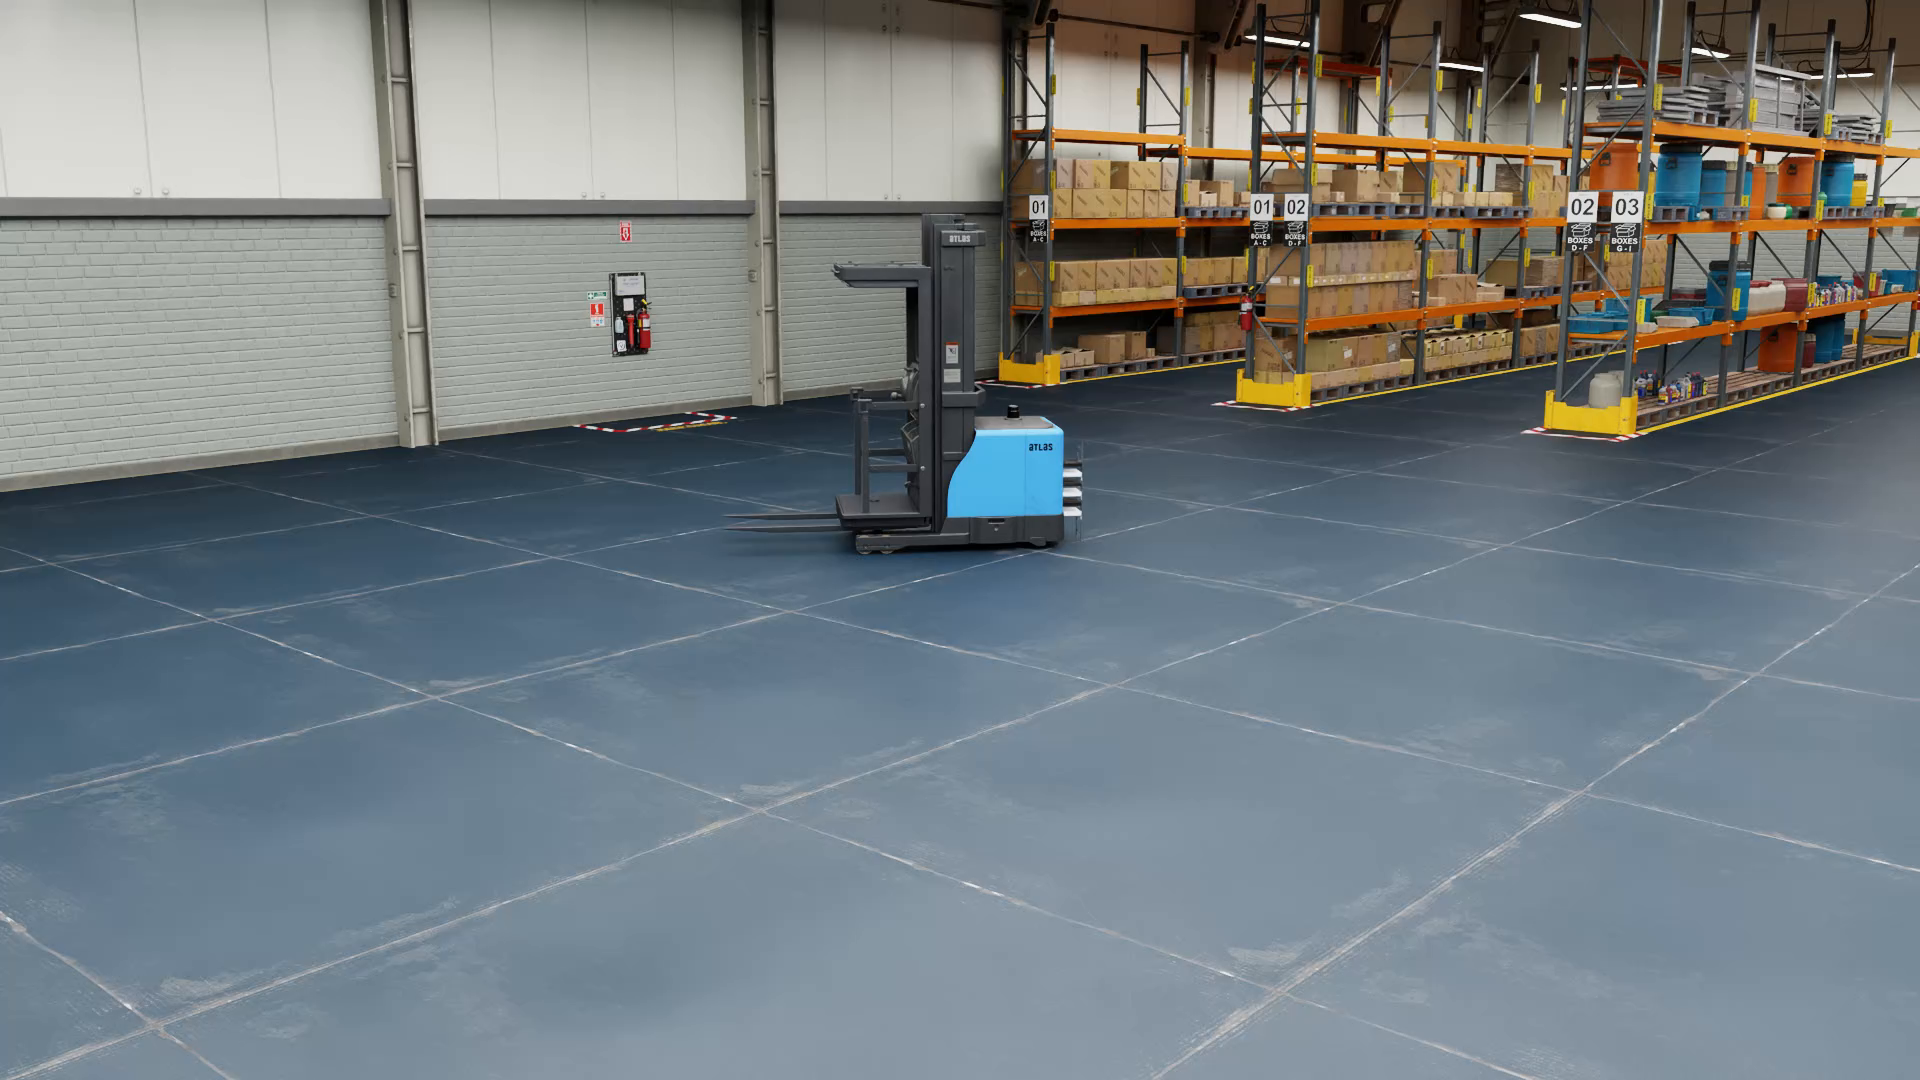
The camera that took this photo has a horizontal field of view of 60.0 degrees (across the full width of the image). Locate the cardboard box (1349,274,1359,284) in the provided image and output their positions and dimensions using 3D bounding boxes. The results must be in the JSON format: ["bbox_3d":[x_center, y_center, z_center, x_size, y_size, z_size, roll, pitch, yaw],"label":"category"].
[{"bbox_3d":[6.154,-4.186,26.640,0.380,0.149,0.250,10,15,40],"label":"cardboard box"}]

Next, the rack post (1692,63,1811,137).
[{"bbox_3d":[12.478,-6.888,26.250,1.013,1.000,3.121,10,15,40],"label":"rack post"}]

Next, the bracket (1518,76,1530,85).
[{"bbox_3d":[14.960,-12.174,44.034,0.235,0.232,0.430,10,15,40],"label":"bracket"}]

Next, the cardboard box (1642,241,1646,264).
[{"bbox_3d":[14.348,-6.165,35.650,0.500,0.500,0.500,10,15,42],"label":"cardboard box"}]

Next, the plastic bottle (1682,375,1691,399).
[{"bbox_3d":[10.694,-2.256,24.527,0.144,0.351,0.185,10,15,40],"label":"plastic bottle"}]

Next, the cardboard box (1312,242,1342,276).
[{"bbox_3d":[5.580,-4.438,26.243,0.700,0.500,0.500,9,15,39],"label":"cardboard box"}]

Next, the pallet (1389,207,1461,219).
[{"bbox_3d":[8.097,-5.697,28.943,0.805,0.209,1.217,9,14,38],"label":"pallet"}]

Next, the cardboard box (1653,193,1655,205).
[{"bbox_3d":[14.636,-7.341,35.794,0.500,0.250,0.500,10,15,40],"label":"cardboard box"}]

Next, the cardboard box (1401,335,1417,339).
[{"bbox_3d":[7.915,-3.495,29.605,0.500,0.311,0.500,10,15,42],"label":"cardboard box"}]

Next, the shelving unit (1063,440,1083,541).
[{"bbox_3d":[0.992,-0.455,15.229,0.210,0.900,0.258,-1,11,-7],"label":"shelving unit"}]

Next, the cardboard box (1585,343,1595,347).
[{"bbox_3d":[12.695,-4.245,34.106,0.500,0.500,0.500,10,15,40],"label":"cardboard box"}]

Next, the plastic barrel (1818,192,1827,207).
[{"bbox_3d":[14.755,-5.863,28.610,0.294,0.245,0.294,0,11,0],"label":"plastic barrel"}]

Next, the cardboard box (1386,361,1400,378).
[{"bbox_3d":[7.045,-2.877,27.944,0.500,0.250,0.500,10,15,40],"label":"cardboard box"}]

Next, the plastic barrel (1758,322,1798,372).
[{"bbox_3d":[14.193,-3.352,28.841,0.600,0.830,0.708,10,15,40],"label":"plastic barrel"}]

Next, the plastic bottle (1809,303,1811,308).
[{"bbox_3d":[14.573,-4.088,28.566,0.097,0.201,0.097,0,11,0],"label":"plastic bottle"}]

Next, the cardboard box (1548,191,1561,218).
[{"bbox_3d":[11.108,-6.517,32.305,0.910,0.500,0.500,10,15,40],"label":"cardboard box"}]

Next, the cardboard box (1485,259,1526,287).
[{"bbox_3d":[10.496,-5.139,31.993,0.700,0.500,0.500,4,12,21],"label":"cardboard box"}]

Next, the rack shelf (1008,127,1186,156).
[{"bbox_3d":[2.481,-7.121,29.774,1.077,0.370,4.000,10,15,40],"label":"rack shelf"}]

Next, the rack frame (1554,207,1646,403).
[{"bbox_3d":[8.602,-2.959,22.405,1.000,3.000,0.127,10,15,40],"label":"rack frame"}]

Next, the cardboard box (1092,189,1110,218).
[{"bbox_3d":[2.290,-5.938,29.354,0.500,0.500,0.500,11,16,43],"label":"cardboard box"}]

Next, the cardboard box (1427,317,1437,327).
[{"bbox_3d":[11.005,-5.384,39.858,0.700,0.500,0.500,10,15,40],"label":"cardboard box"}]

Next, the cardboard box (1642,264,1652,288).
[{"bbox_3d":[14.681,-5.752,36.136,0.500,0.500,0.500,10,15,41],"label":"cardboard box"}]

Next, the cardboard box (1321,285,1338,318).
[{"bbox_3d":[5.545,-3.794,26.330,0.700,0.500,0.500,10,15,42],"label":"cardboard box"}]

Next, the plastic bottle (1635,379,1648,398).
[{"bbox_3d":[10.121,-2.256,24.719,0.152,0.276,0.135,10,15,40],"label":"plastic bottle"}]

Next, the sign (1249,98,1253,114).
[{"bbox_3d":[6.022,-8.965,34.373,0.100,0.325,0.005,10,15,40],"label":"sign"}]

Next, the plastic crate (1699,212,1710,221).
[{"bbox_3d":[10.487,-4.600,23.639,0.243,0.136,0.396,10,15,40],"label":"plastic crate"}]

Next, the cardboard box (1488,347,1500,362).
[{"bbox_3d":[9.663,-3.449,30.808,0.500,0.250,0.500,10,15,40],"label":"cardboard box"}]

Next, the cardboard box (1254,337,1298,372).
[{"bbox_3d":[5.015,-2.942,26.356,0.500,0.500,0.500,10,15,40],"label":"cardboard box"}]

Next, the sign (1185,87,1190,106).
[{"bbox_3d":[4.196,-8.194,30.713,0.100,0.325,0.005,10,15,40],"label":"sign"}]

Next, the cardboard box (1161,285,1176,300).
[{"bbox_3d":[3.716,-4.655,31.232,0.500,0.250,0.500,10,15,40],"label":"cardboard box"}]

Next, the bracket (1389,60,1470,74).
[{"bbox_3d":[11.136,-11.321,39.766,0.076,0.066,4.783,10,15,40],"label":"bracket"}]

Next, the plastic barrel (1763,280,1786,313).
[{"bbox_3d":[13.365,-4.012,27.391,0.421,0.512,0.421,0,11,0],"label":"plastic barrel"}]

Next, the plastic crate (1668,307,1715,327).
[{"bbox_3d":[10.716,-3.276,24.375,0.499,0.251,0.616,10,15,40],"label":"plastic crate"}]

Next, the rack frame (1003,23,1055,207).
[{"bbox_3d":[1.161,-7.181,28.230,1.000,3.000,0.127,10,15,40],"label":"rack frame"}]

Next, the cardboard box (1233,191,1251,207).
[{"bbox_3d":[5.516,-6.769,33.510,0.637,0.503,0.797,-10,15,-40],"label":"cardboard box"}]

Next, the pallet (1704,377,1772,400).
[{"bbox_3d":[12.537,-2.481,27.131,1.003,0.211,1.213,10,15,40],"label":"pallet"}]

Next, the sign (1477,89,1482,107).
[{"bbox_3d":[9.751,-8.284,31.164,0.100,0.325,0.005,10,15,40],"label":"sign"}]

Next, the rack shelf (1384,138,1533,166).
[{"bbox_3d":[8.845,-6.875,29.556,1.077,0.370,4.000,10,15,40],"label":"rack shelf"}]

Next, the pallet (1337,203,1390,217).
[{"bbox_3d":[6.176,-5.308,26.736,1.003,0.211,1.213,10,15,40],"label":"pallet"}]

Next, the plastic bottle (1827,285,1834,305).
[{"bbox_3d":[15.436,-4.360,29.549,0.144,0.351,0.185,10,15,40],"label":"plastic bottle"}]

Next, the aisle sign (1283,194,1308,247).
[{"bbox_3d":[5.071,-4.825,25.113,0.394,0.787,0.004,10,15,40],"label":"aisle sign"}]

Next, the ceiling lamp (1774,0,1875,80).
[{"bbox_3d":[19.094,-11.829,36.595,2.000,3.185,0.800,10,15,40],"label":"ceiling lamp"}]

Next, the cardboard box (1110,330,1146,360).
[{"bbox_3d":[3.146,-3.660,31.176,0.500,0.500,0.500,8,14,36],"label":"cardboard box"}]

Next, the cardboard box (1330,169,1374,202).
[{"bbox_3d":[6.186,-5.603,26.302,0.500,0.500,0.500,10,15,40],"label":"cardboard box"}]

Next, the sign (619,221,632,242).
[{"bbox_3d":[-4.728,-4.361,23.510,0.001,0.298,0.199,10,15,40],"label":"sign"}]

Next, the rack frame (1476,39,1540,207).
[{"bbox_3d":[10.165,-7.719,30.919,1.000,3.000,0.127,10,15,40],"label":"rack frame"}]

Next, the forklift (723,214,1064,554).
[{"bbox_3d":[-0.625,-1.421,14.883,3.031,2.935,1.130,-1,11,-7],"label":"forklift"}]

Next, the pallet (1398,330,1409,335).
[{"bbox_3d":[9.643,-4.739,38.440,1.003,0.211,1.213,10,15,40],"label":"pallet"}]

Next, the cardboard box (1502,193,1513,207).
[{"bbox_3d":[9.908,-6.306,30.816,0.500,0.250,0.500,8,14,36],"label":"cardboard box"}]

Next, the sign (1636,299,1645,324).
[{"bbox_3d":[9.013,-3.023,22.018,0.100,0.325,0.005,10,15,40],"label":"sign"}]

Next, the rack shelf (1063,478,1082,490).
[{"bbox_3d":[0.992,-0.510,15.218,0.200,0.077,0.258,-1,11,-7],"label":"rack shelf"}]

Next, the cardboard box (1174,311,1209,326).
[{"bbox_3d":[4.563,-4.361,32.772,0.500,0.250,0.500,9,15,39],"label":"cardboard box"}]

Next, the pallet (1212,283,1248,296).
[{"bbox_3d":[5.166,-5.026,33.245,1.003,0.211,1.213,10,15,40],"label":"pallet"}]

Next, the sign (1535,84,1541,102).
[{"bbox_3d":[10.584,-8.183,30.456,0.100,0.325,0.005,10,15,40],"label":"sign"}]

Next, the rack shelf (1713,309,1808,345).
[{"bbox_3d":[12.563,-3.489,26.895,1.077,0.370,4.000,10,15,40],"label":"rack shelf"}]
